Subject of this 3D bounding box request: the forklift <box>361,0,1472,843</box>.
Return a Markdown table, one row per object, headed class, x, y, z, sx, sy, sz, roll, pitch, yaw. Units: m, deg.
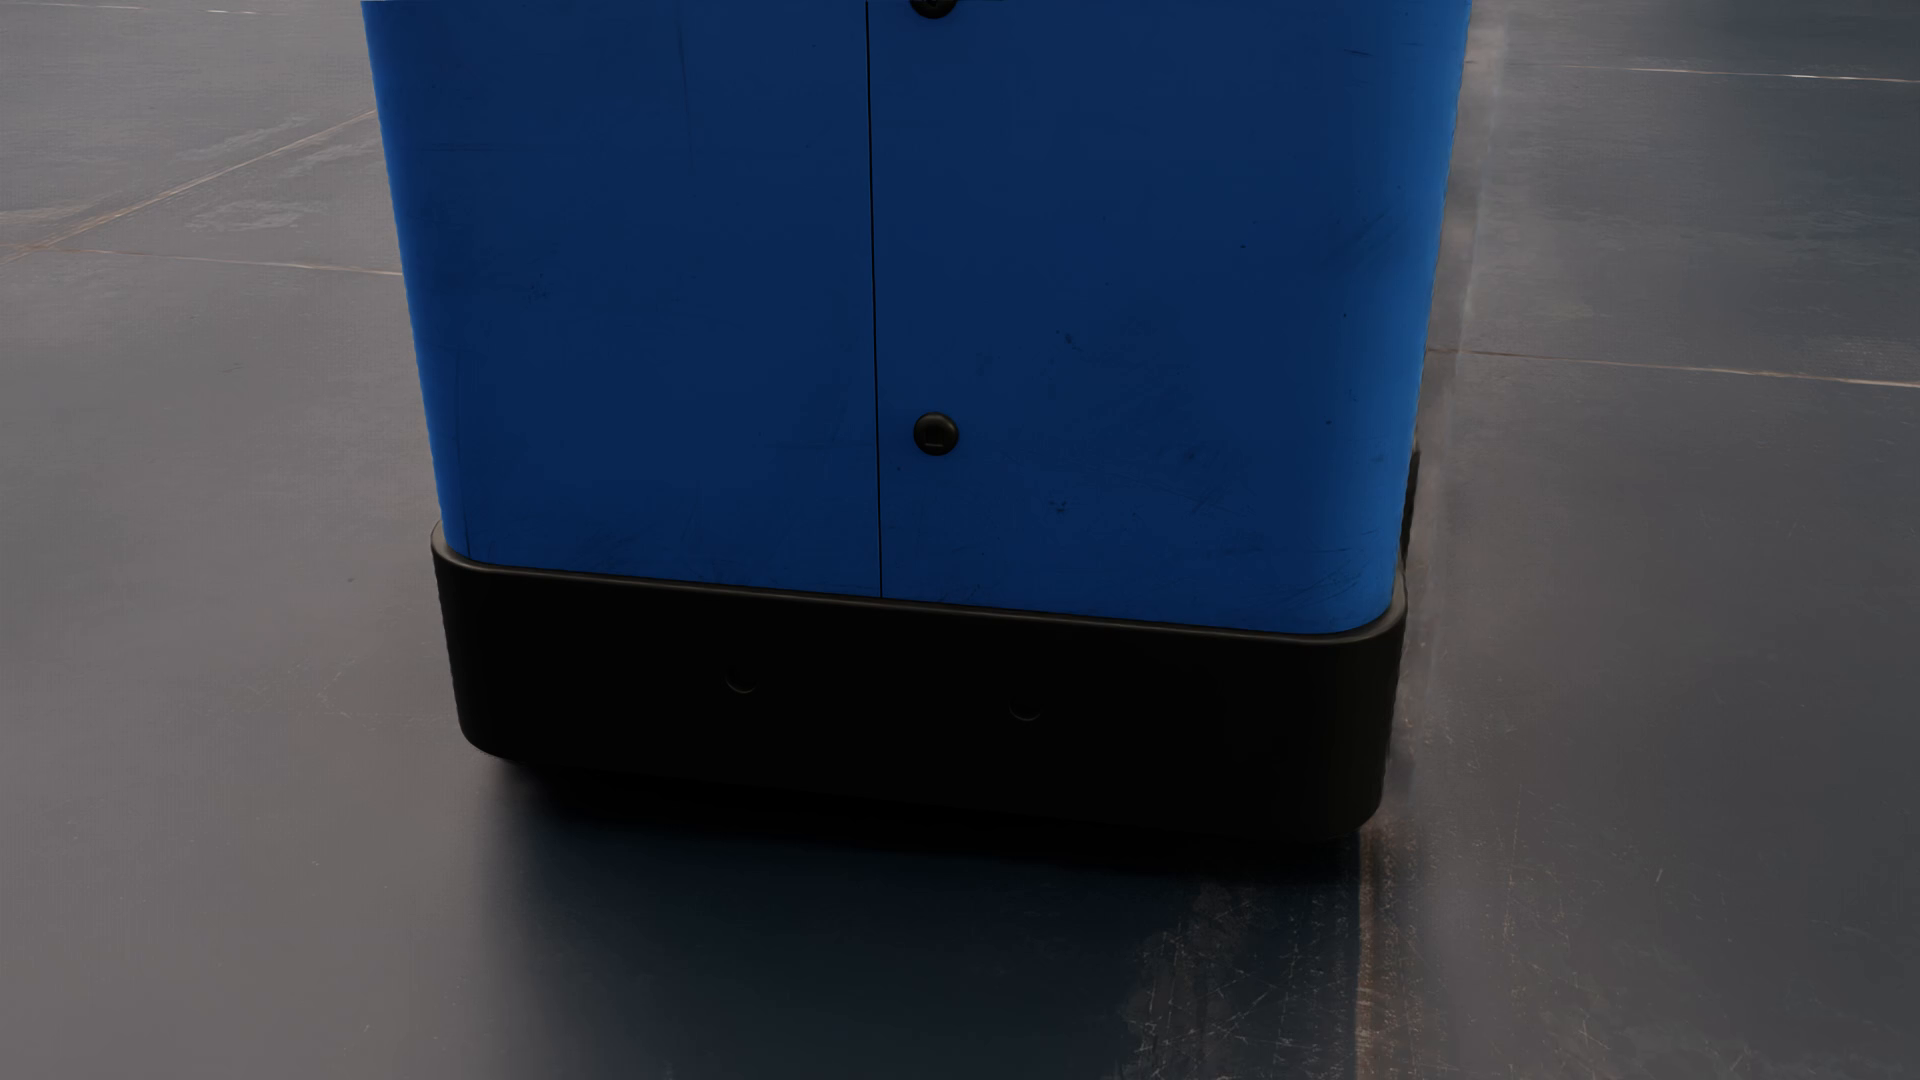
| class | x | y | z | sx | sy | sz | roll | pitch | yaw |
| --- | --- | --- | --- | --- | --- | --- | --- | --- | --- |
| forklift | 0.185 | -1.636 | 2.489 | 1.130 | 2.935 | 3.031 | 5 | 27 | 9 |
